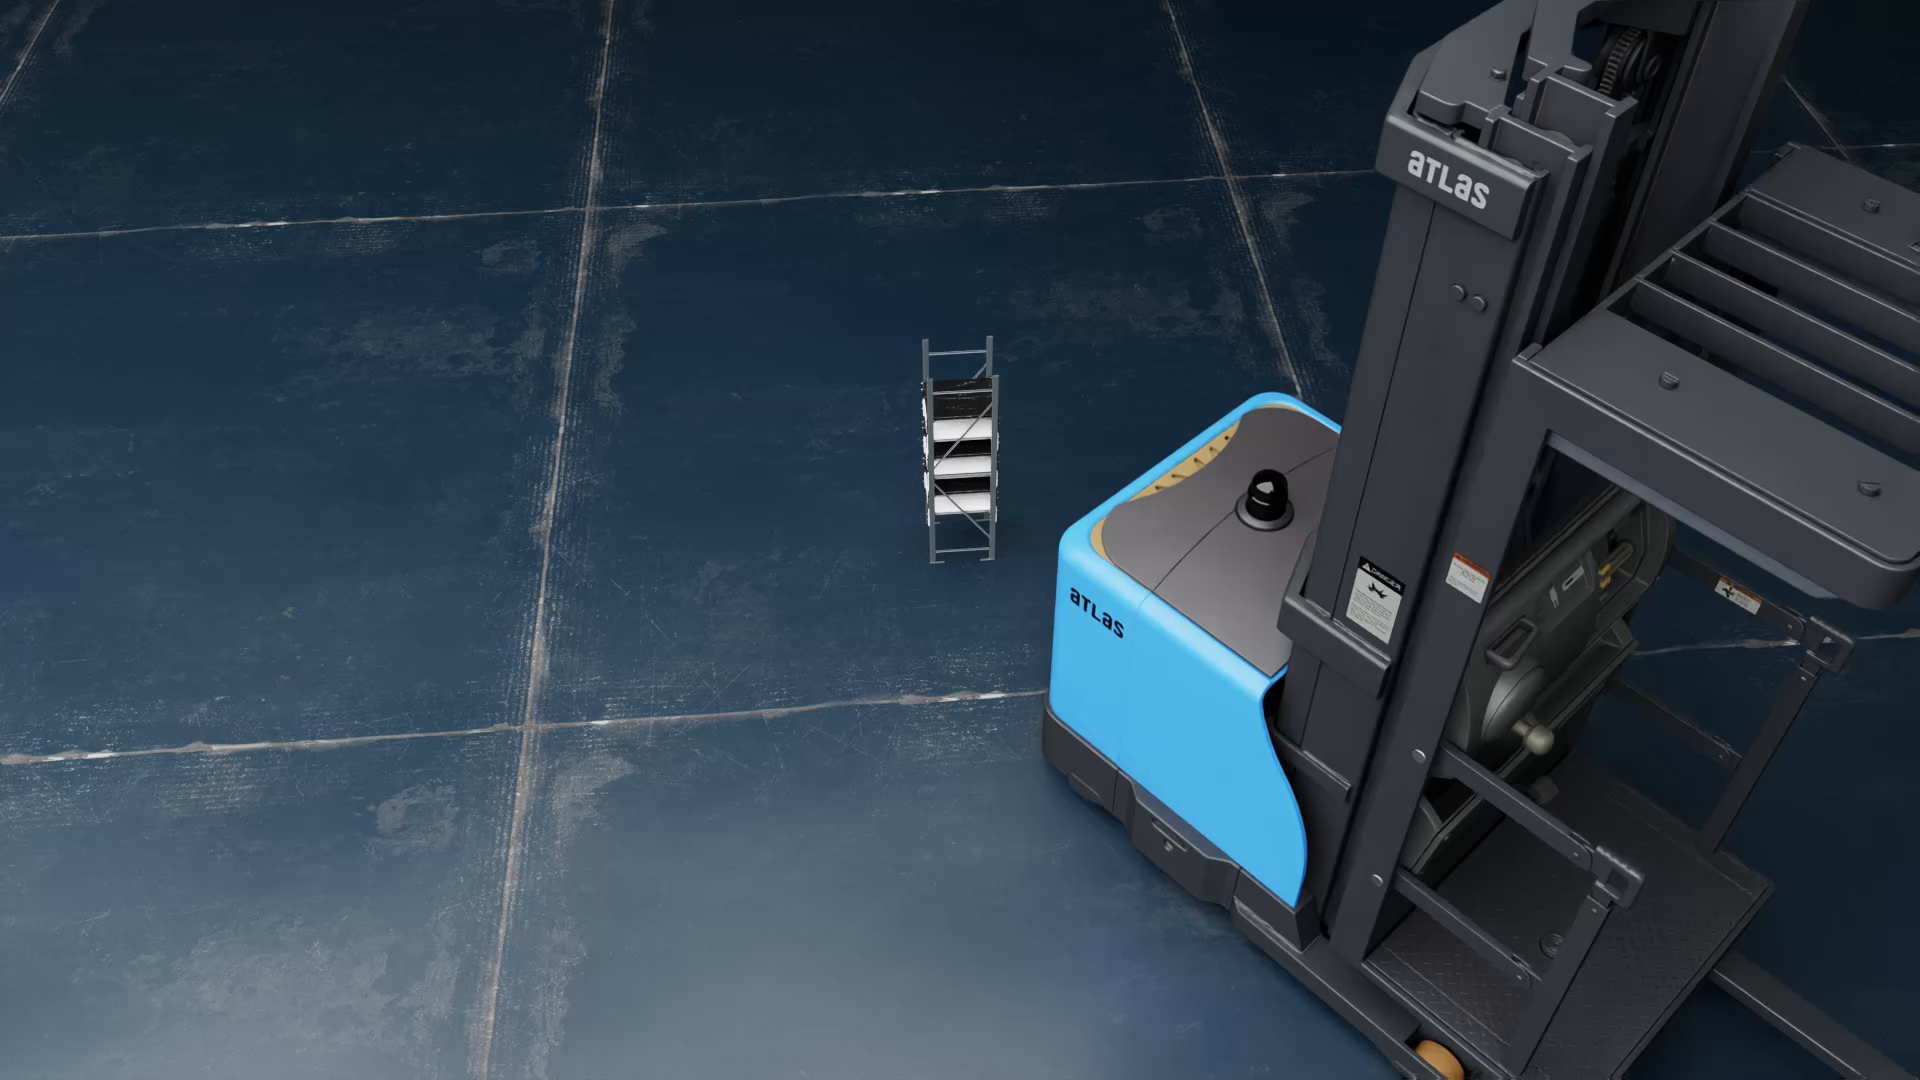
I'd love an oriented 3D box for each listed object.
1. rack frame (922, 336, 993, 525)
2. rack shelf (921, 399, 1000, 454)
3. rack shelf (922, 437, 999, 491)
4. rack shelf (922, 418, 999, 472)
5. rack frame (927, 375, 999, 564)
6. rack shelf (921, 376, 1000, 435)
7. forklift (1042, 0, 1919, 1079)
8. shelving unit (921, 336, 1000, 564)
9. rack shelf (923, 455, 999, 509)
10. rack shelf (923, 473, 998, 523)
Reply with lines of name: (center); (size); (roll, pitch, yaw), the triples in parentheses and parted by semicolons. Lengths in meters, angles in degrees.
rack frame: (-0.008, -0.377, 5.987); (0.240, 0.900, 0.006); (-3, 47, -3)
rack shelf: (0.001, -0.404, 5.811); (0.258, 0.077, 0.200); (-3, 47, -3)
rack shelf: (0.001, -0.281, 5.942); (0.258, 0.077, 0.200); (-3, 47, -3)
rack shelf: (0.001, -0.343, 5.877); (0.258, 0.077, 0.200); (-3, 47, -3)
rack frame: (0.009, -0.230, 5.848); (0.240, 0.900, 0.006); (-3, 47, -3)
rack shelf: (0.001, -0.466, 5.746); (0.258, 0.077, 0.200); (-3, 47, -3)
forklift: (1.648, 0.256, 3.989); (1.130, 2.935, 3.031); (-35, 55, -28)
shelving unit: (0.001, -0.304, 5.918); (0.258, 0.900, 0.210); (-3, 47, -3)
rack shelf: (0.001, -0.219, 6.007); (0.258, 0.077, 0.200); (-3, 47, -3)
rack shelf: (0.001, -0.157, 6.073); (0.258, 0.077, 0.200); (-3, 47, -3)
